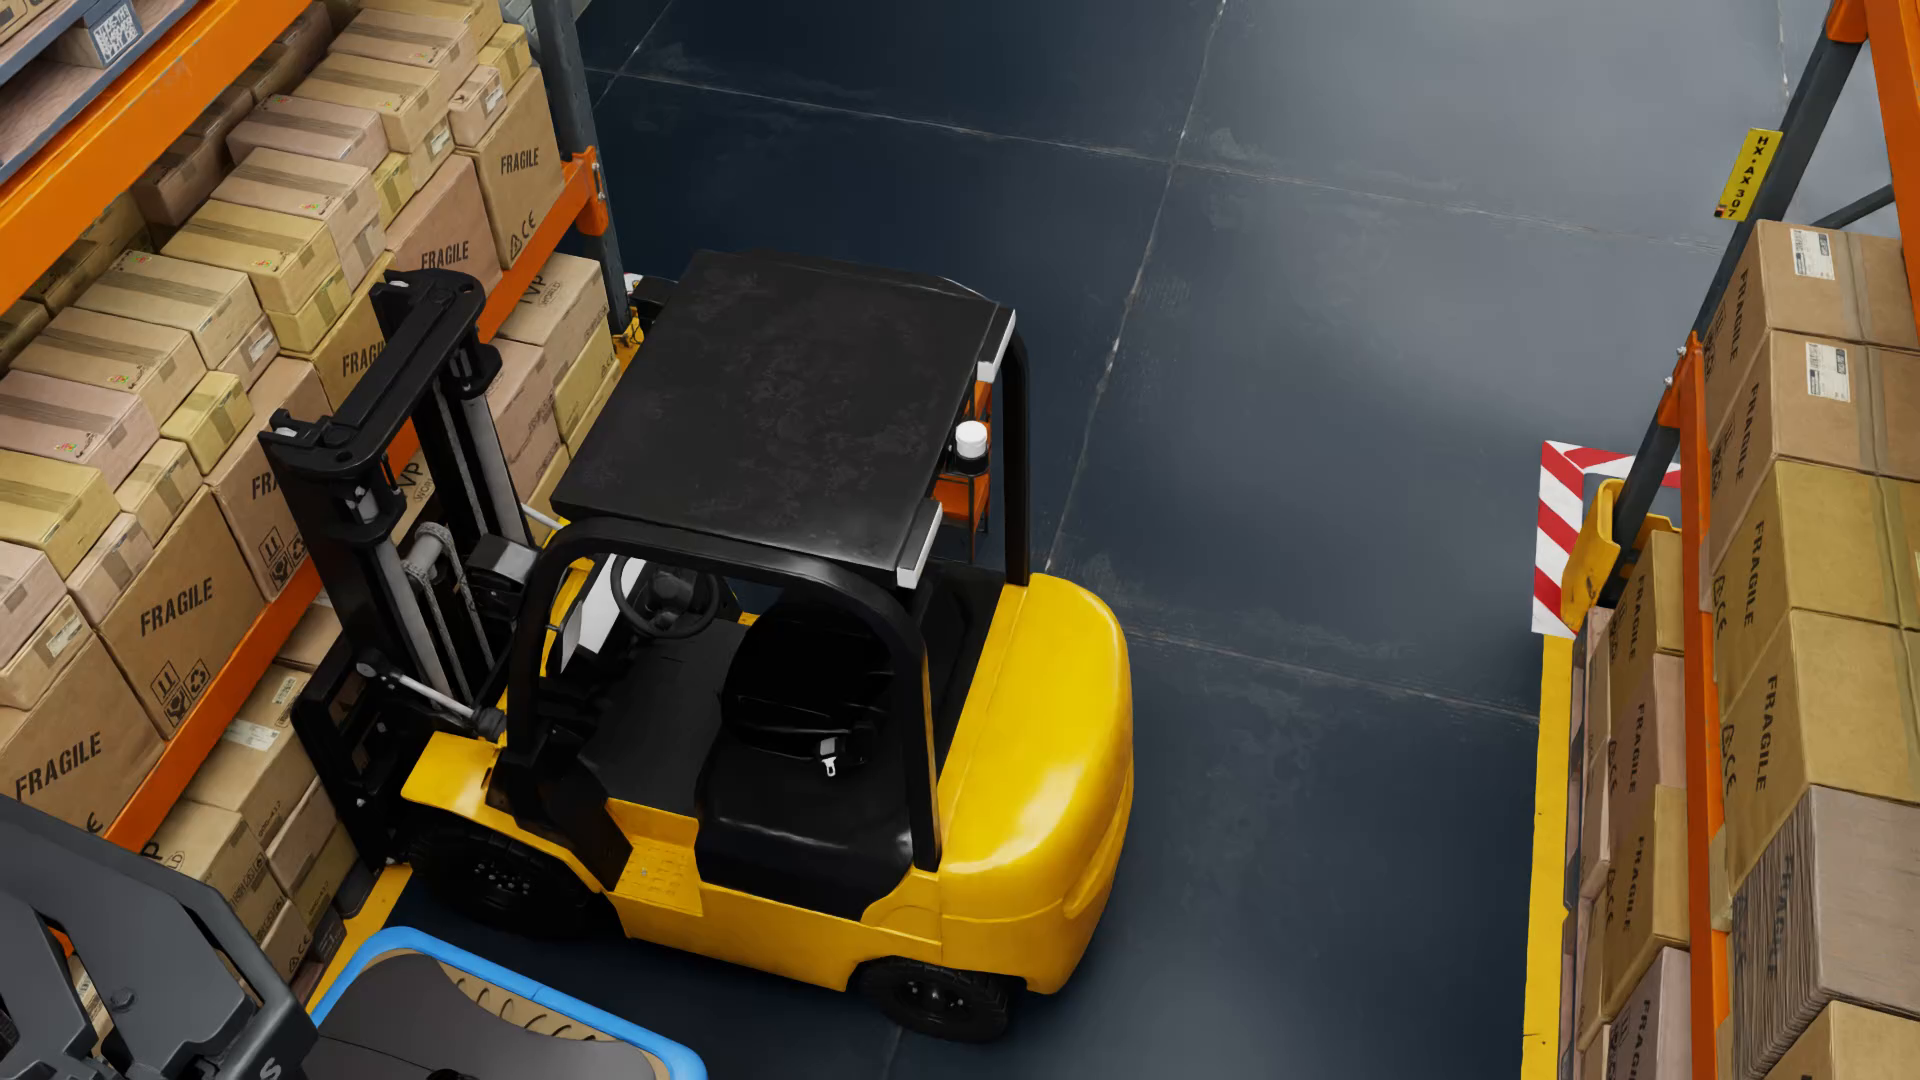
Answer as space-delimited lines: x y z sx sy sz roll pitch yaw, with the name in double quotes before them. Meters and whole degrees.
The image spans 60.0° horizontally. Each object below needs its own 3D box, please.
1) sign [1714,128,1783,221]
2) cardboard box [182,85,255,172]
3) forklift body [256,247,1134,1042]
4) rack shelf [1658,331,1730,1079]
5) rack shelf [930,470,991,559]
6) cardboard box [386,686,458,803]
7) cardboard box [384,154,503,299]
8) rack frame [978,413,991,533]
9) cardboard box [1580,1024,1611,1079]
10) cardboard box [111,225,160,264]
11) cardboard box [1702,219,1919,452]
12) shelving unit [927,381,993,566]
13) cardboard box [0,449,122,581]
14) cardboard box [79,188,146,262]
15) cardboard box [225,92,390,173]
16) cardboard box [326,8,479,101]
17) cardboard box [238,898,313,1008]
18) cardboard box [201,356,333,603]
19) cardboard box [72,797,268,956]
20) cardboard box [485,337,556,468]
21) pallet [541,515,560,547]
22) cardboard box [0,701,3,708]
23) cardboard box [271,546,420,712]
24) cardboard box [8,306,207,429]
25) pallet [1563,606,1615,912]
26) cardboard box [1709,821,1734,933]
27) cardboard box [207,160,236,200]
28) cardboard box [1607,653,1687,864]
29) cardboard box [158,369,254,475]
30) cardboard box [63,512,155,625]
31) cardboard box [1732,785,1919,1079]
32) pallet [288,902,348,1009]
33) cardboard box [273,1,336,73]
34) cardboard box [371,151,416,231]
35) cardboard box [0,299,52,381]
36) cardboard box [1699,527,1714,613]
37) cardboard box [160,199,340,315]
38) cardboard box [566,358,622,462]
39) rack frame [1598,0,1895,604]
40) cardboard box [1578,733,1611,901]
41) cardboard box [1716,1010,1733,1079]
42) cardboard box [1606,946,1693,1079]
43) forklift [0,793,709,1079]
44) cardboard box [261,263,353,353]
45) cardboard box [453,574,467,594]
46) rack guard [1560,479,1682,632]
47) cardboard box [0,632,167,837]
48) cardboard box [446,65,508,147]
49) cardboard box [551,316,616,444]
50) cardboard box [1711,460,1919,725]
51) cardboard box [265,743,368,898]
"sign" 2.405 -1.111 5.071 0.100 0.325 0.005 12 50 10
"cardboard box" -2.393 -1.287 5.107 0.380 0.149 0.250 12 50 10
"forklift body" -0.600 0.318 4.953 2.313 2.155 1.214 12 50 10
"rack shelf" 2.402 0.967 4.294 1.077 0.370 4.000 12 50 10
"rack shelf" -0.014 -0.118 6.457 0.215 0.259 0.240 12 50 10
"cardboard box" -2.076 0.577 5.713 0.500 0.250 0.500 13 50 11
"cardboard box" -1.883 -0.946 5.437 0.500 0.500 0.500 13 50 11
"rack frame" 0.018 -0.397 6.319 0.200 1.050 0.008 12 50 10
"cardboard box" 2.041 1.712 4.711 0.500 0.250 0.500 12 50 11
"cardboard box" -2.608 -0.832 4.903 0.380 0.149 0.250 13 50 11
"cardboard box" 2.536 -0.561 4.898 0.500 0.500 0.500 11 49 9
"shelving unit" -0.014 -0.309 6.241 0.215 1.050 0.252 12 50 10
"cardboard box" -2.295 -0.071 4.033 0.380 0.149 0.250 11 49 9
"cardboard box" -2.602 -0.921 4.784 0.380 0.149 0.250 11 49 9
"cardboard box" -1.967 -1.195 5.025 0.380 0.149 0.250 12 50 10
"cardboard box" -1.787 -1.555 5.343 0.380 0.149 0.250 12 50 10
"cardboard box" -2.349 1.315 5.061 0.500 0.250 0.500 11 49 9
"cardboard box" -2.139 -0.210 4.786 0.500 0.500 0.500 12 50 10
"cardboard box" -2.340 0.983 4.687 0.500 0.250 0.500 12 50 10
"cardboard box" -1.810 -0.489 5.987 0.500 0.250 0.500 12 50 11
"pallet" -2.022 -0.210 6.713 1.003 0.211 1.213 12 50 10
"cardboard box" -2.468 0.391 3.824 0.380 0.149 0.250 11 50 10
"cardboard box" -2.074 0.243 5.341 0.500 0.250 0.500 11 49 9
"cardboard box" -2.233 -0.450 4.368 0.380 0.149 0.250 12 50 10
"pallet" 2.660 0.841 5.786 1.003 0.211 1.213 12 50 10
"cardboard box" 2.059 0.858 4.078 0.380 0.149 0.250 12 50 10
"cardboard box" -2.407 -1.193 5.222 0.380 0.149 0.250 10 49 9
"cardboard box" 2.310 0.731 5.077 0.500 0.500 0.500 10 49 9
"cardboard box" -2.150 -0.342 4.471 0.380 0.149 0.250 11 49 9
"cardboard box" -2.261 0.038 4.135 0.380 0.149 0.250 11 50 10
"cardboard box" 2.014 0.924 3.588 0.500 0.500 0.500 13 50 11
"pallet" -2.664 1.555 5.156 1.003 0.211 1.213 12 50 10
"cardboard box" -2.286 -1.660 5.435 0.380 0.149 0.250 13 50 11
"cardboard box" -1.924 -1.093 5.133 0.380 0.149 0.250 11 50 10
"cardboard box" -2.657 -0.535 4.442 0.380 0.149 0.250 13 50 11
"cardboard box" 2.327 0.106 4.742 0.380 0.149 0.250 12 50 11
"cardboard box" -1.992 -0.797 4.674 0.380 0.149 0.250 12 50 11
"cardboard box" -1.680 -0.521 6.682 0.500 0.250 0.500 12 50 10
"rack frame" 2.928 -0.717 5.301 1.000 3.000 0.127 12 50 10
"cardboard box" 2.308 0.950 5.384 0.500 0.250 0.500 13 50 11
"cardboard box" 1.930 1.231 3.750 0.380 0.149 0.250 11 49 9
"cardboard box" 2.038 1.480 4.416 0.500 0.500 0.500 14 50 12
"forklift" -1.660 1.894 3.042 1.130 2.935 3.031 18 51 15
"cardboard box" -1.996 -0.703 4.790 0.380 0.149 0.250 12 50 10
"cardboard box" -1.946 0.063 5.833 0.500 0.250 0.500 11 49 9
"rack guard" 2.908 0.165 6.190 1.175 0.500 0.348 12 50 10
"cardboard box" -2.424 0.516 4.146 0.500 0.500 0.500 12 50 11
"cardboard box" -1.721 -1.445 5.444 0.380 0.149 0.250 12 50 11
"cardboard box" -1.688 -0.675 6.484 0.500 0.250 0.500 11 49 10
"cardboard box" 2.270 0.183 4.242 0.500 0.500 0.500 11 49 9
"cardboard box" -2.215 0.790 5.192 0.500 0.250 0.500 11 50 10
